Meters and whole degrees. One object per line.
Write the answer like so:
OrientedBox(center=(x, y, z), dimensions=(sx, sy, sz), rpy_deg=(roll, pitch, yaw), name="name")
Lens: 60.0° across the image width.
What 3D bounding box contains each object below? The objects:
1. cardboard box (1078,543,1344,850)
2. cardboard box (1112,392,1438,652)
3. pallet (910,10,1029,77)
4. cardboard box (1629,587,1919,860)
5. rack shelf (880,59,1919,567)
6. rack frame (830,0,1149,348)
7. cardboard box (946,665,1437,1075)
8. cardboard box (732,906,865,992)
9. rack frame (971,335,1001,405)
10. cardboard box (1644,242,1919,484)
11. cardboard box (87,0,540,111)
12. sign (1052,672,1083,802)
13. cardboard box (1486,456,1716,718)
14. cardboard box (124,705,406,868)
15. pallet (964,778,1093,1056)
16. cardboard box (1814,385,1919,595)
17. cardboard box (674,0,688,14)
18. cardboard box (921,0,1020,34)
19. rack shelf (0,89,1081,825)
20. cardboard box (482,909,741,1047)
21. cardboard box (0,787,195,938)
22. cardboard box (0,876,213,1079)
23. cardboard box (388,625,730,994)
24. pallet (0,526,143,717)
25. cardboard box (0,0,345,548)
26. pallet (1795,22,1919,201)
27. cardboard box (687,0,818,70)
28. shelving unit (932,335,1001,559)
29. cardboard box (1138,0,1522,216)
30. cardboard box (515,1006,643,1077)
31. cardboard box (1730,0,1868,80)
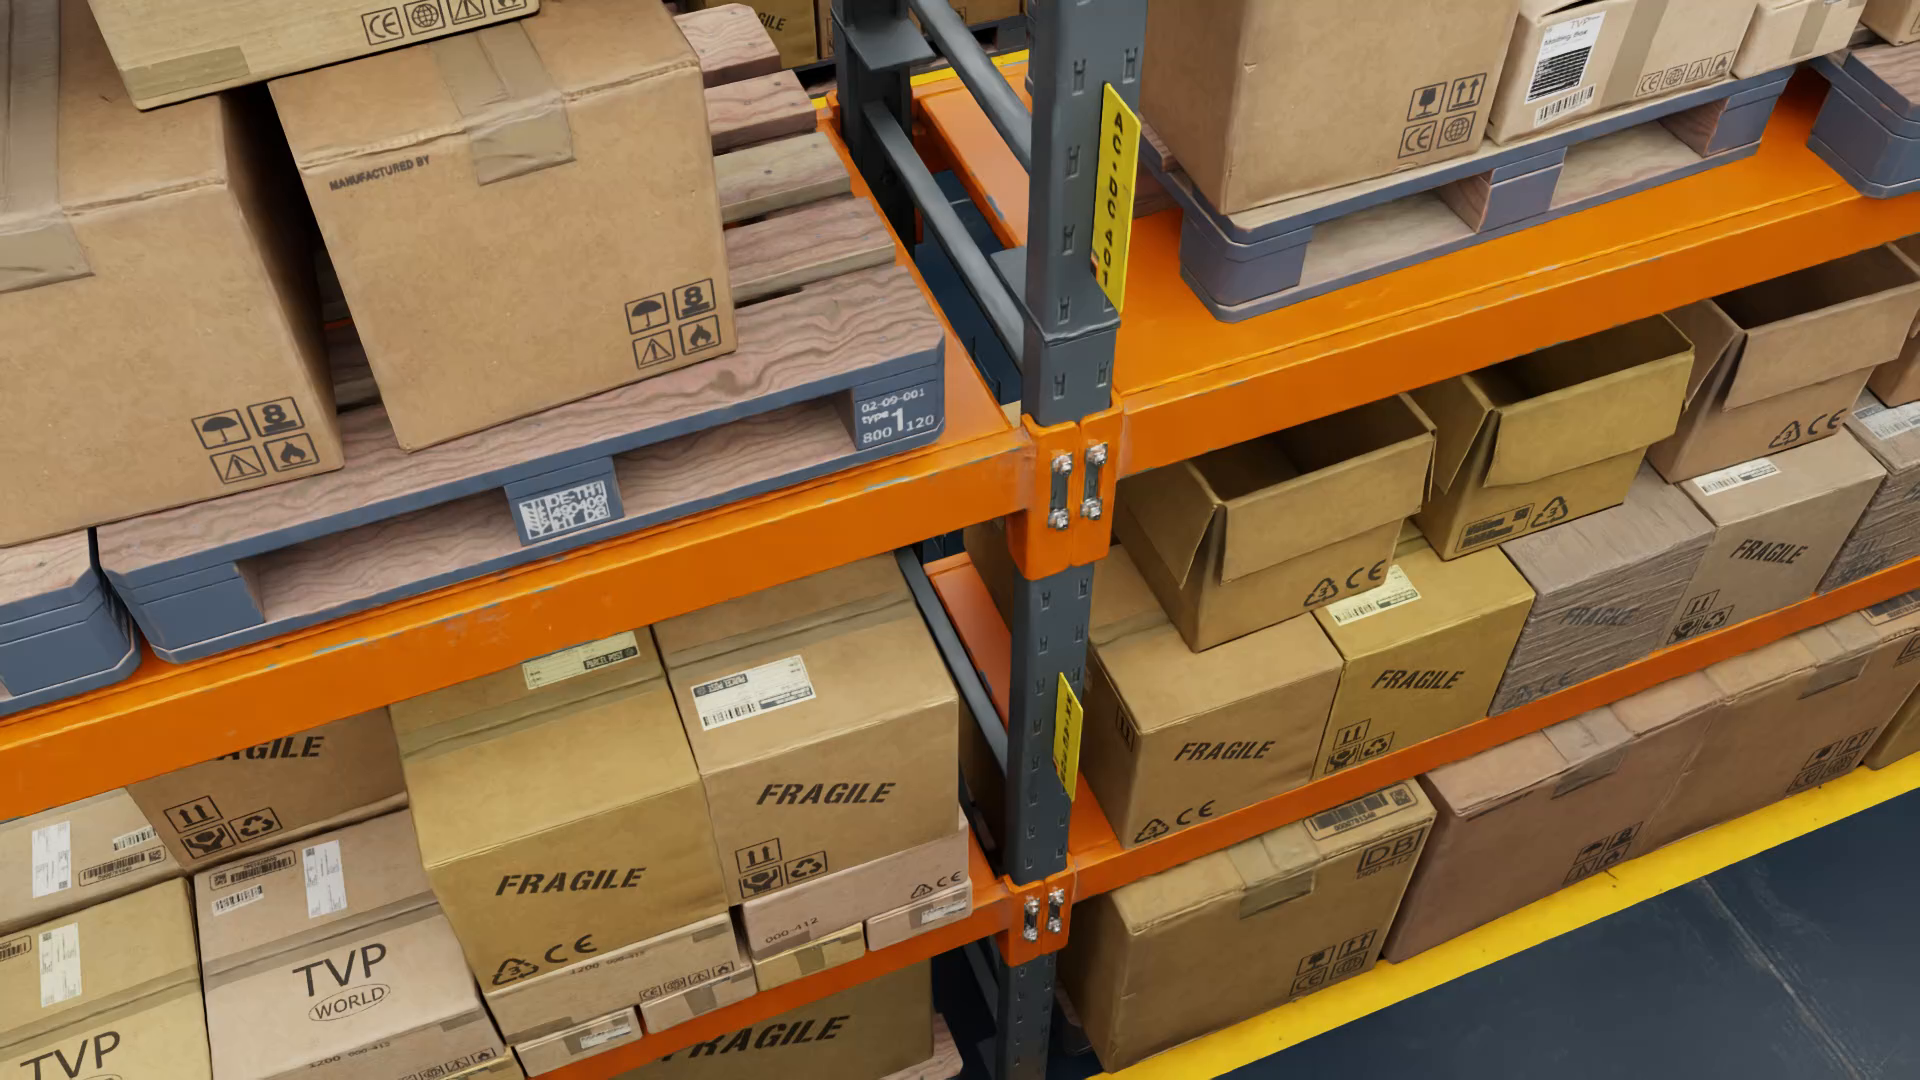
OrientedBox(center=(0.522, 0.325, 3.927), dimensions=(0.500, 0.500, 0.500), rpy_deg=(-17, 51, -14), name="cardboard box")
OrientedBox(center=(0.590, -0.234, 3.747), dimensions=(0.637, 0.503, 0.797), rpy_deg=(-18, 52, -15), name="cardboard box")
OrientedBox(center=(0.072, -2.867, 8.573), dimensions=(1.213, 0.211, 1.003), rpy_deg=(-17, 52, -14), name="pallet")
OrientedBox(center=(2.230, 0.156, 5.263), dimensions=(0.875, 0.875, 1.225), rpy_deg=(-17, 51, -14), name="cardboard box")
OrientedBox(center=(1.854, -1.002, 3.631), dimensions=(4.000, 0.370, 1.077), rpy_deg=(-17, 52, -14), name="rack shelf")
OrientedBox(center=(0.002, -1.640, 1.727), dimensions=(0.127, 3.000, 1.000), rpy_deg=(-17, 52, -14), name="rack frame")
OrientedBox(center=(0.587, 0.672, 4.819), dimensions=(0.875, 0.875, 1.225), rpy_deg=(-17, 51, -14), name="cardboard box")
OrientedBox(center=(-0.395, 0.788, 3.762), dimensions=(0.250, 0.149, 0.380), rpy_deg=(-16, 51, -14), name="cardboard box")
OrientedBox(center=(0.087, -0.320, 5.932), dimensions=(0.006, 0.900, 0.240), rpy_deg=(-17, 52, -14), name="rack frame")
OrientedBox(center=(1.799, -0.612, 4.071), dimensions=(0.637, 0.503, 0.797), rpy_deg=(-16, 51, -13), name="cardboard box")
OrientedBox(center=(-0.871, -0.844, 2.117), dimensions=(0.500, 0.250, 0.500), rpy_deg=(-20, 52, -17), name="cardboard box")
OrientedBox(center=(0.213, 0.396, 3.310), dimensions=(0.005, 0.325, 0.100), rpy_deg=(-17, 52, -14), name="sign")
OrientedBox(center=(1.451, 0.037, 4.175), dimensions=(0.500, 0.500, 0.500), rpy_deg=(-18, 52, -15), name="cardboard box")
OrientedBox(center=(-1.477, 0.268, 3.451), dimensions=(0.500, 0.500, 0.500), rpy_deg=(-19, 52, -15), name="cardboard box")
OrientedBox(center=(0.688, 0.948, 5.296), dimensions=(1.213, 0.211, 1.003), rpy_deg=(-17, 52, -14), name="pallet")
OrientedBox(center=(2.399, -0.260, 4.430), dimensions=(0.500, 0.500, 0.500), rpy_deg=(-19, 52, -15), name="cardboard box")
OrientedBox(center=(-1.190, -2.910, 8.143), dimensions=(0.500, 0.500, 0.500), rpy_deg=(-18, 52, -15), name="cardboard box")
OrientedBox(center=(-0.026, -2.859, 8.099), dimensions=(0.500, 0.500, 0.500), rpy_deg=(-16, 51, -14), name="cardboard box")
OrientedBox(center=(-1.850, 0.145, 2.645), dimensions=(4.000, 0.370, 1.077), rpy_deg=(-17, 52, -14), name="rack shelf")
OrientedBox(center=(-0.786, 0.727, 3.551), dimensions=(0.500, 0.250, 0.500), rpy_deg=(-16, 51, -13), name="cardboard box")
OrientedBox(center=(-1.931, 0.645, 3.622), dimensions=(0.500, 0.250, 0.500), rpy_deg=(-17, 51, -14), name="cardboard box")
OrientedBox(center=(-1.728, 1.017, 3.302), dimensions=(0.500, 0.250, 0.500), rpy_deg=(-18, 52, -15), name="cardboard box")
OrientedBox(center=(-0.788, 0.482, 3.267), dimensions=(0.500, 0.500, 0.500), rpy_deg=(-17, 51, -14), name="cardboard box")
OrientedBox(center=(-1.887, -0.060, 2.405), dimensions=(1.213, 0.211, 1.003), rpy_deg=(-17, 52, -14), name="pallet")
OrientedBox(center=(-1.199, -0.447, 2.271), dimensions=(0.500, 0.500, 0.700), rpy_deg=(-15, 51, -12), name="cardboard box")
OrientedBox(center=(2.095, -1.204, 3.454), dimensions=(1.213, 0.211, 1.003), rpy_deg=(-15, 51, -13), name="pallet")
OrientedBox(center=(-0.995, -2.546, 7.830), dimensions=(0.500, 0.500, 0.500), rpy_deg=(-15, 51, -13), name="cardboard box")
OrientedBox(center=(-0.008, -0.291, 5.907), dimensions=(0.210, 0.900, 0.258), rpy_deg=(-17, 52, -14), name="shelving unit")
OrientedBox(center=(0.535, -1.006, 2.817), dimensions=(0.500, 0.500, 0.700), rpy_deg=(-16, 51, -13), name="cardboard box")
OrientedBox(center=(-0.870, 0.935, 3.635), dimensions=(0.250, 0.149, 0.380), rpy_deg=(-16, 51, -14), name="cardboard box")
OrientedBox(center=(1.437, -1.040, 3.077), dimensions=(0.250, 0.149, 0.380), rpy_deg=(-19, 52, -16), name="cardboard box")
